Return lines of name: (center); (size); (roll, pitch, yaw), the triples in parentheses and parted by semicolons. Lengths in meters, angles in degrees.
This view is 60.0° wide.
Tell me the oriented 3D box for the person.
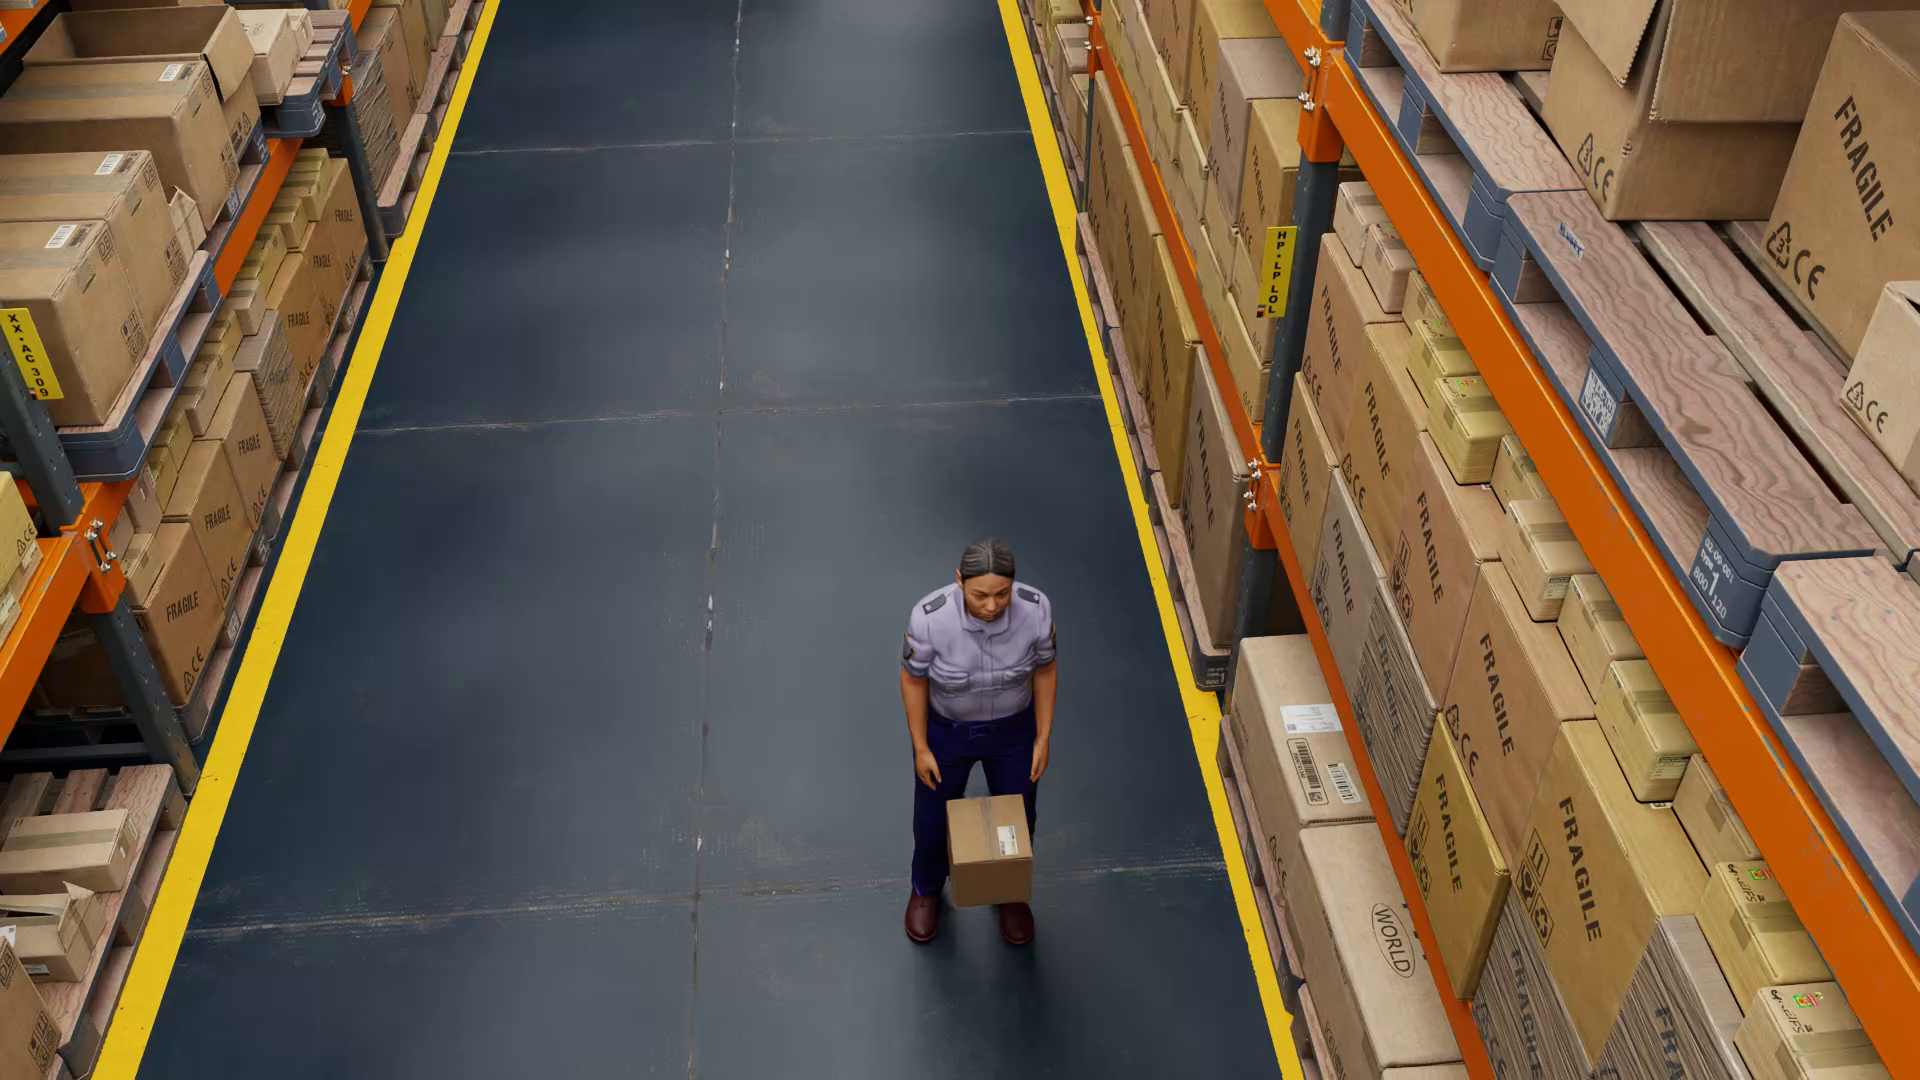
person: (0.058, 0.653, 5.374); (0.524, 1.641, 0.421); (-4, 40, -5)
